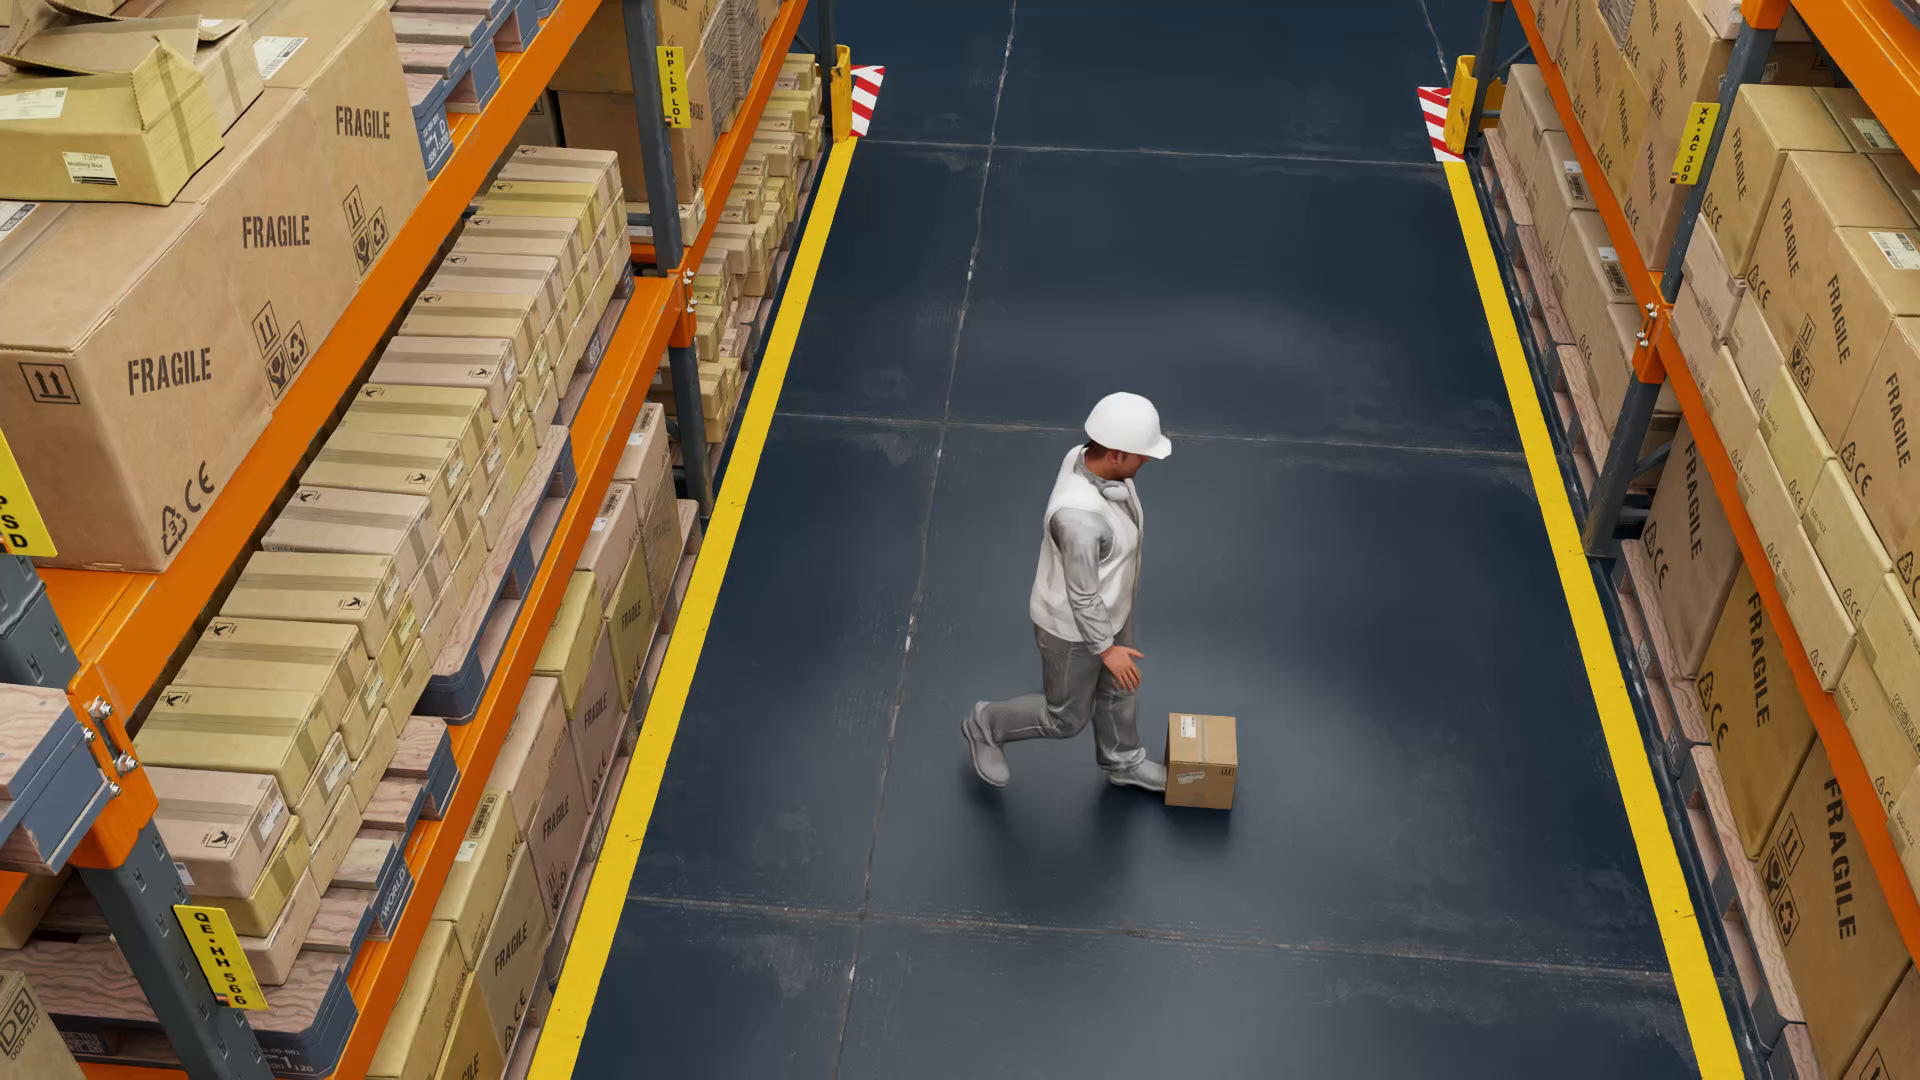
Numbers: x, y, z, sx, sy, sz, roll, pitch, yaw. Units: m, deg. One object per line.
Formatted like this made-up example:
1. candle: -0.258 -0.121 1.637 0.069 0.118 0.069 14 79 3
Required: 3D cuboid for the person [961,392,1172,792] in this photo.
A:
1. person: 0.427 0.236 5.847 0.851 1.757 0.551 13 42 15
